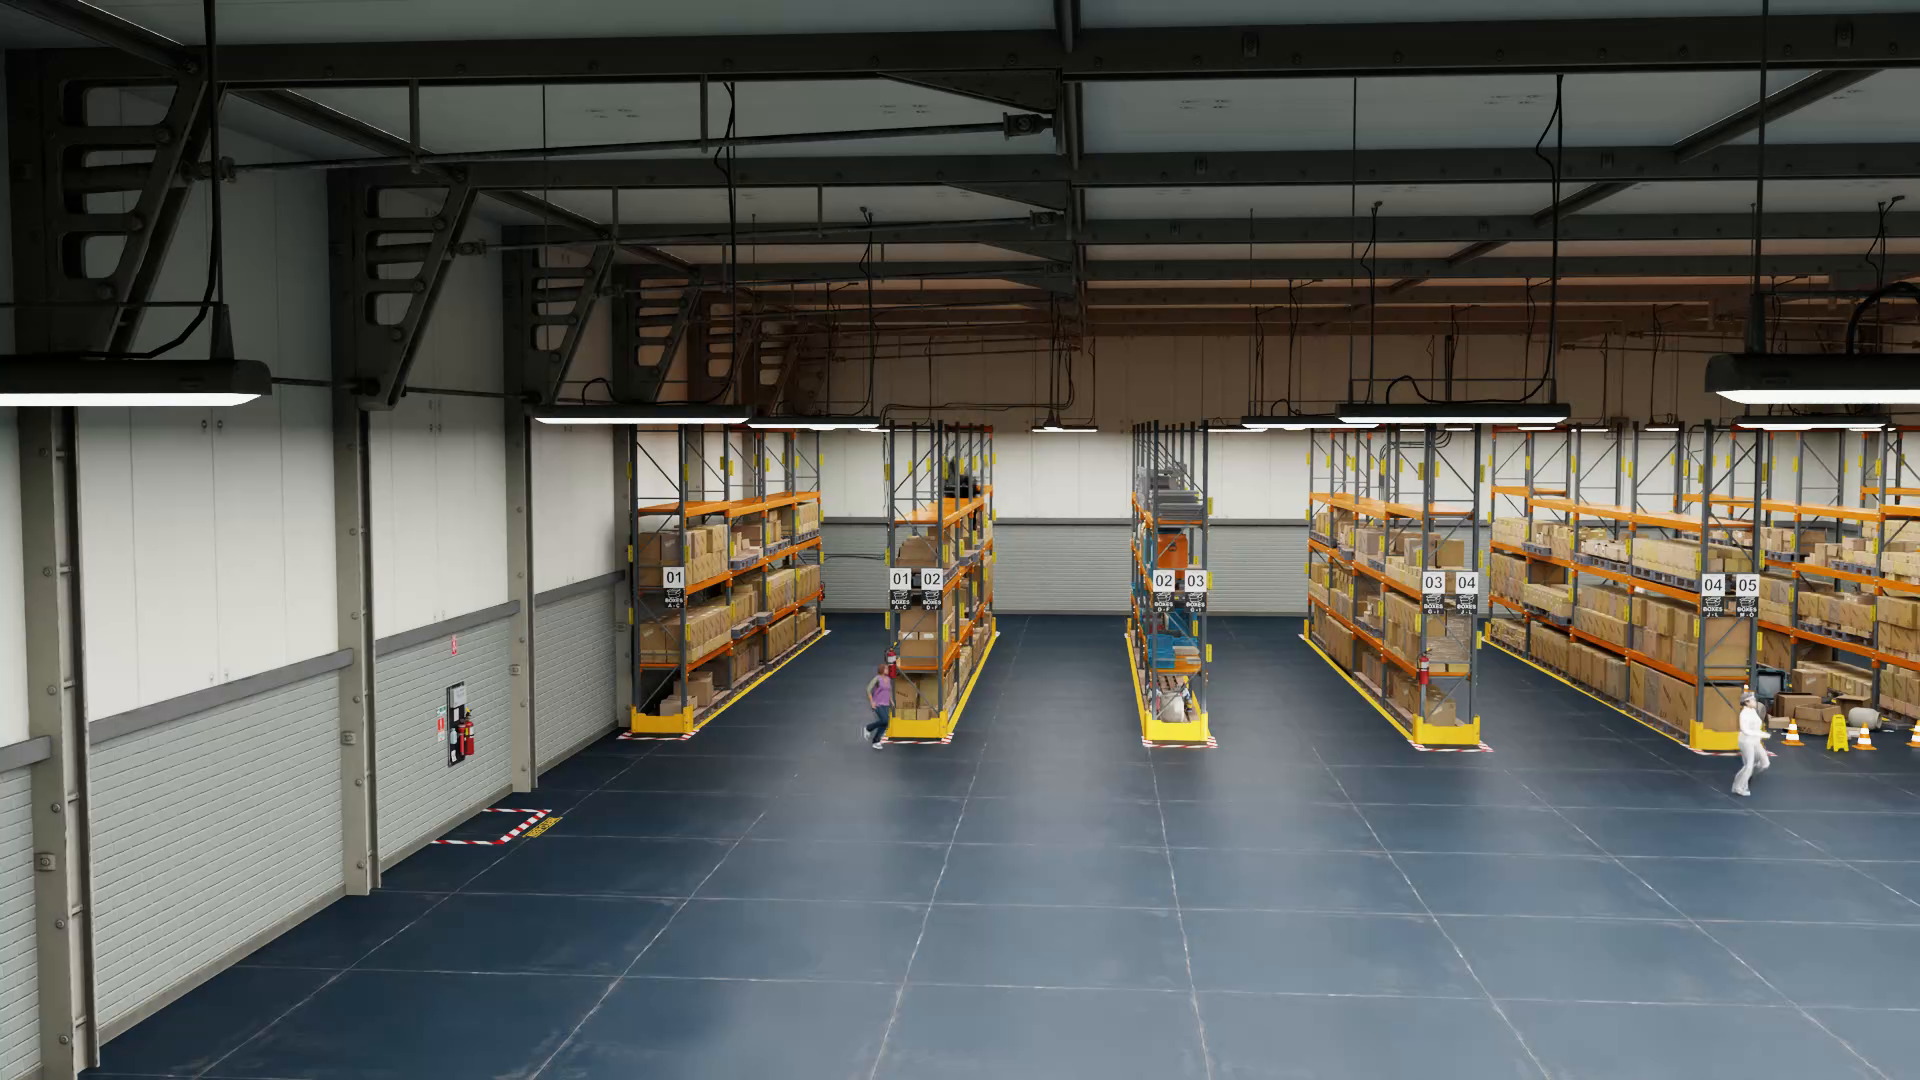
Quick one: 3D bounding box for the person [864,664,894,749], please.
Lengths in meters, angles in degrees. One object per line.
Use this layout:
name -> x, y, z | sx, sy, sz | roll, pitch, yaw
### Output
person -> -1.426, 3.031, 30.490 | 0.465, 1.522, 0.569 | 3, 5, 41

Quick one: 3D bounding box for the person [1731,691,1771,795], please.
person -> 12.556, 3.218, 26.346 | 0.577, 1.660, 0.596 | 3, 5, 44

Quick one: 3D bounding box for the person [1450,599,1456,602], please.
person -> 13.321, 1.979, 45.128 | 0.717, 1.805, 0.970 | 1, 4, 10

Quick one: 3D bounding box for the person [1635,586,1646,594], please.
person -> 19.299, 1.915, 47.322 | 0.710, 1.701, 0.591 | 1, 4, 10
